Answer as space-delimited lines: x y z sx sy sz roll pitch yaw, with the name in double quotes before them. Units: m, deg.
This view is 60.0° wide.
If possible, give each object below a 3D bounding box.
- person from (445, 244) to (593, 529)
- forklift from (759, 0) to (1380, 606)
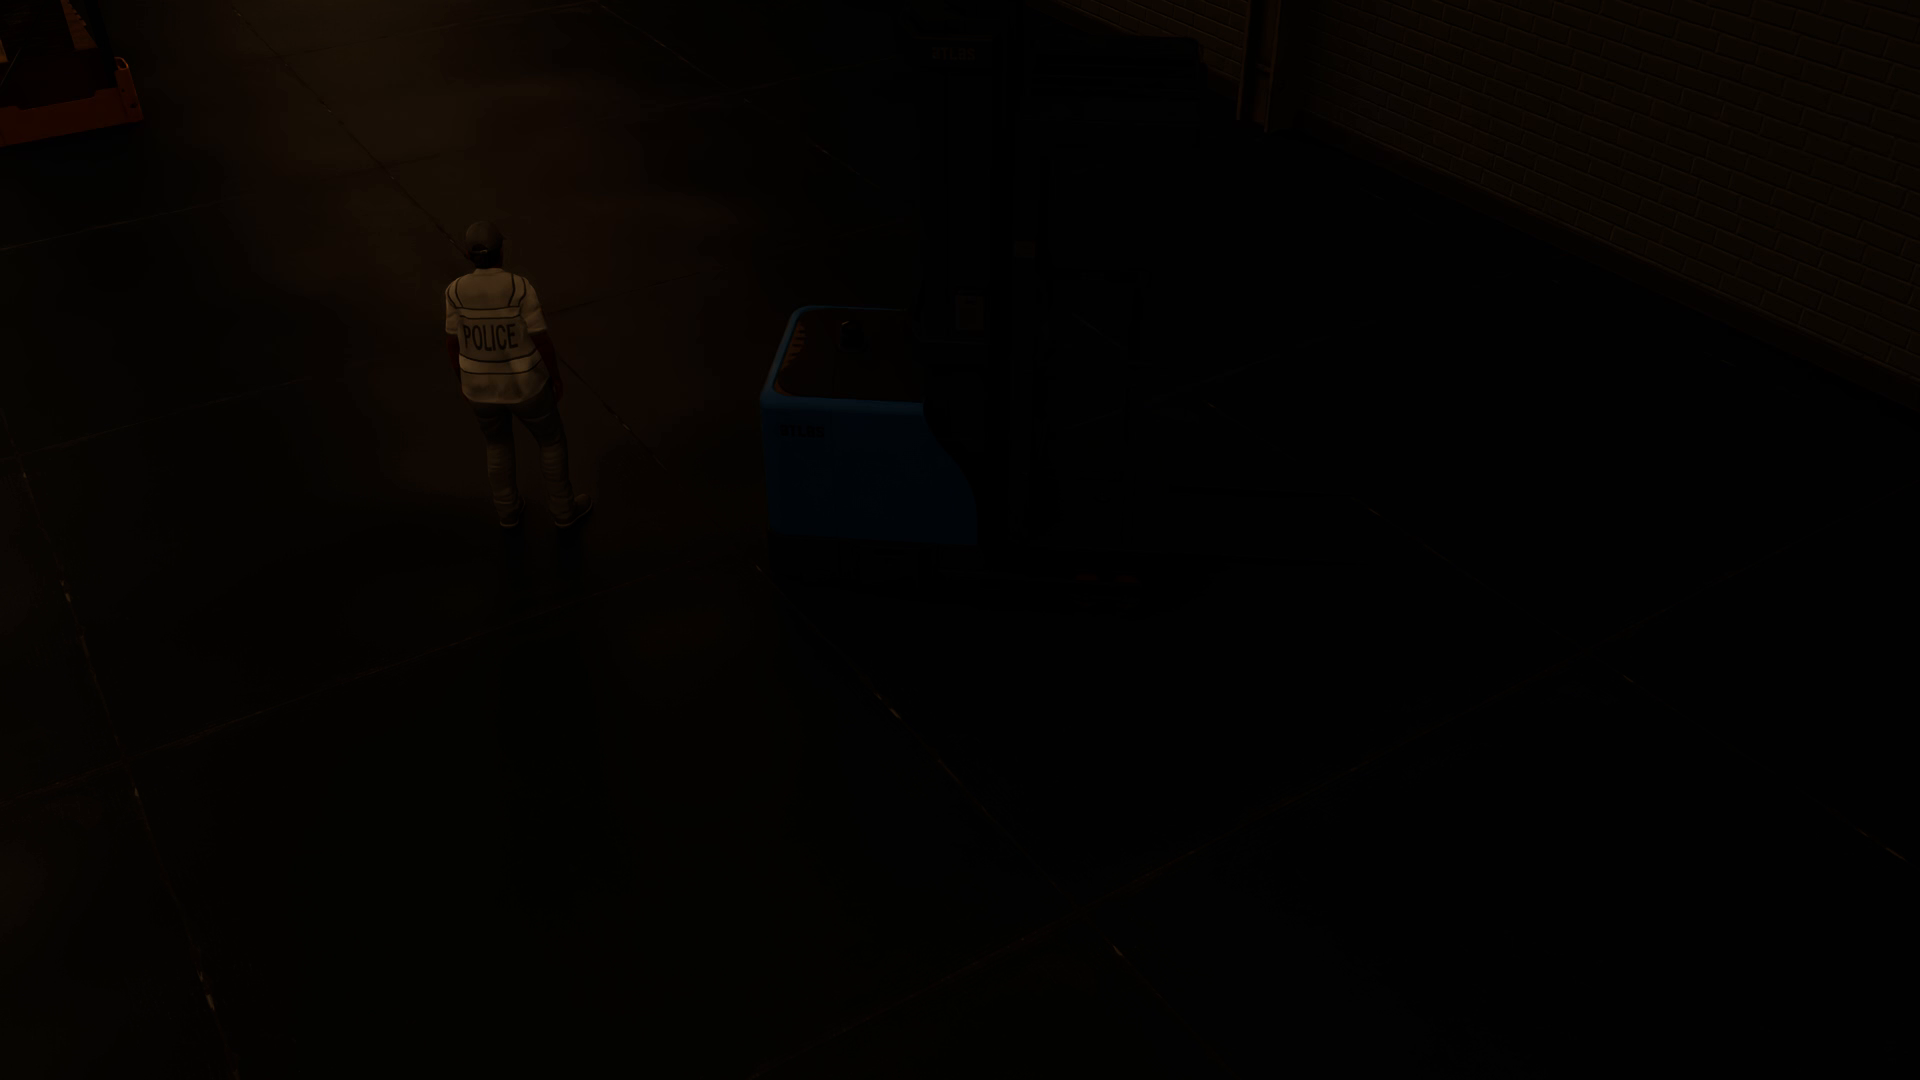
"person" -2.257 -0.774 8.376 0.559 1.638 0.400 0 35 1
"forklift" 0.584 -1.182 7.831 3.031 2.935 1.130 3 35 4
